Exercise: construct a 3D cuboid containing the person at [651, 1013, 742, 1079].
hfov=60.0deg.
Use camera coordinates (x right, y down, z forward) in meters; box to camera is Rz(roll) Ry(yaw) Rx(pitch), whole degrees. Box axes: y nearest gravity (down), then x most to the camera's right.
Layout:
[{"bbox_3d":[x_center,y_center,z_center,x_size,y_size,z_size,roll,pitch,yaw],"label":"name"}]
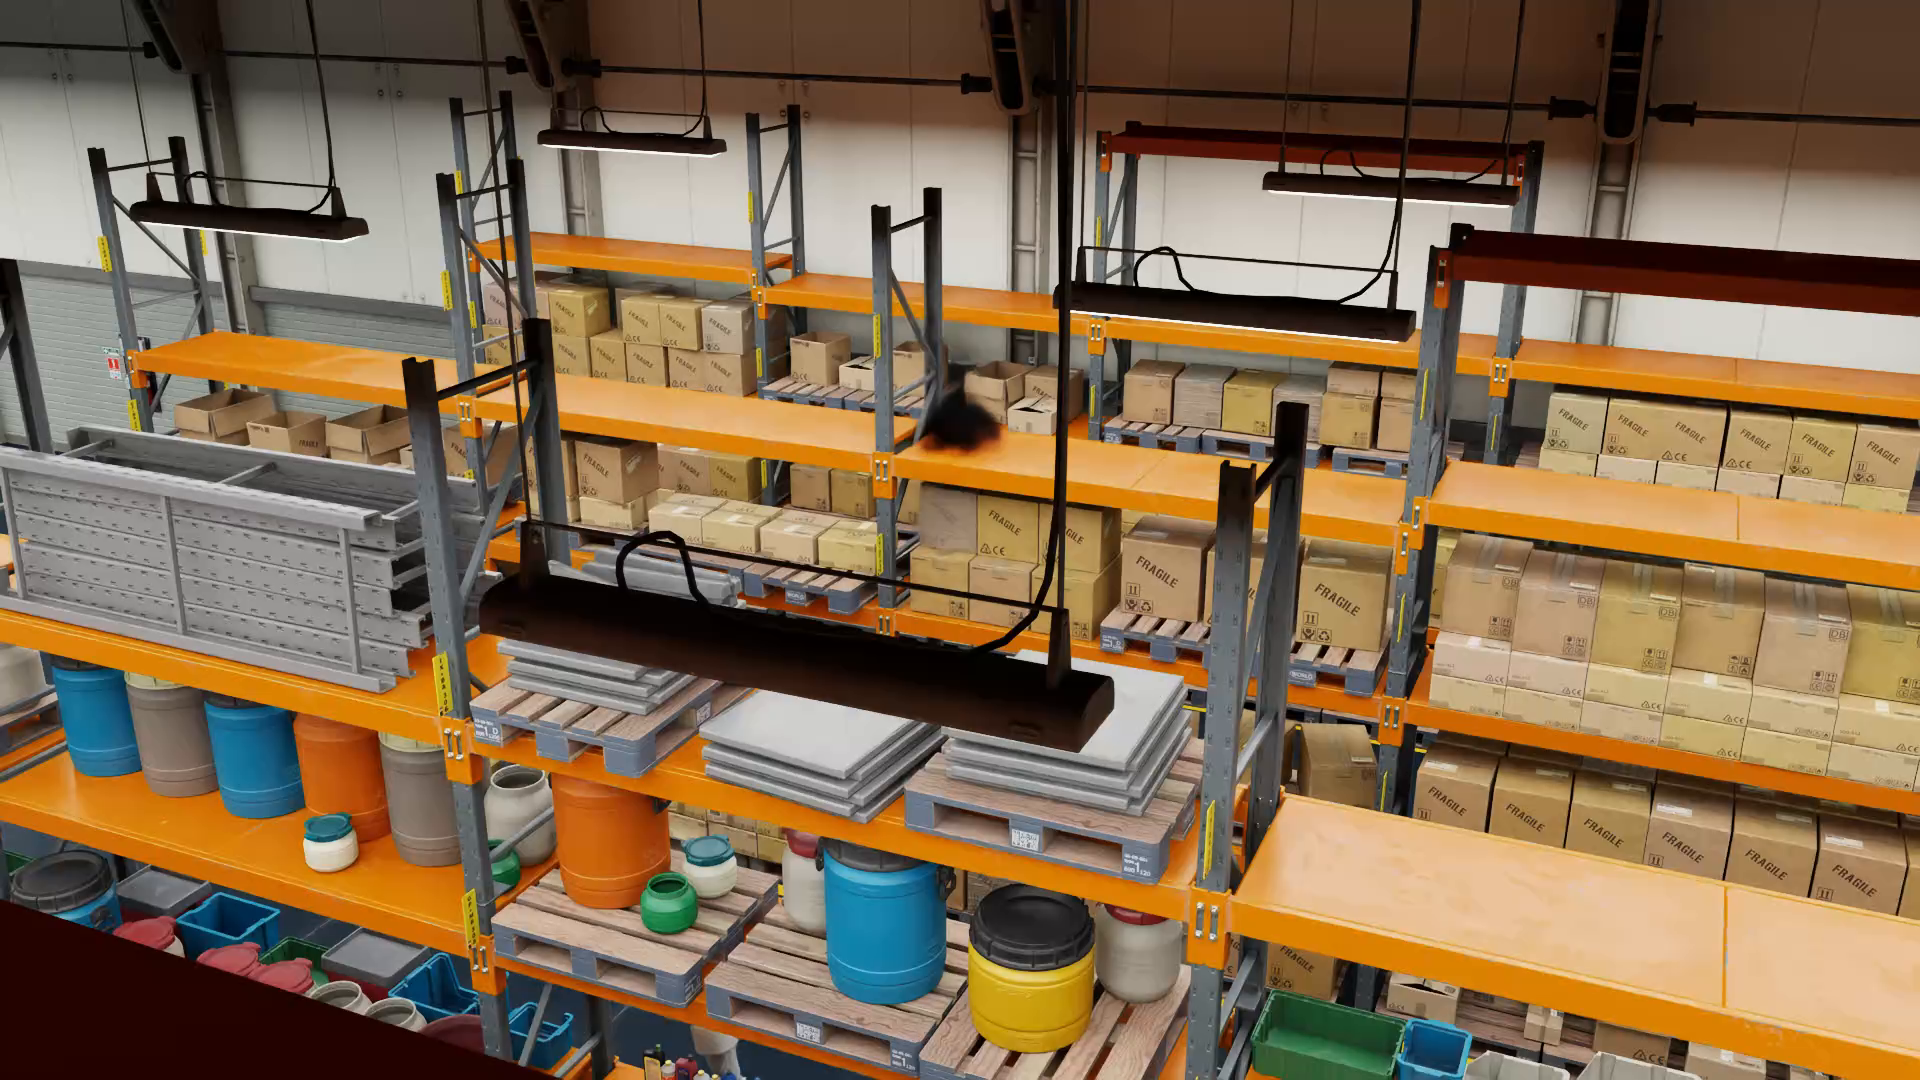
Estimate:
[{"bbox_3d":[-18.096,0.766,18.200,34.380,1.749,12.737,18,27,40],"label":"person"}]
